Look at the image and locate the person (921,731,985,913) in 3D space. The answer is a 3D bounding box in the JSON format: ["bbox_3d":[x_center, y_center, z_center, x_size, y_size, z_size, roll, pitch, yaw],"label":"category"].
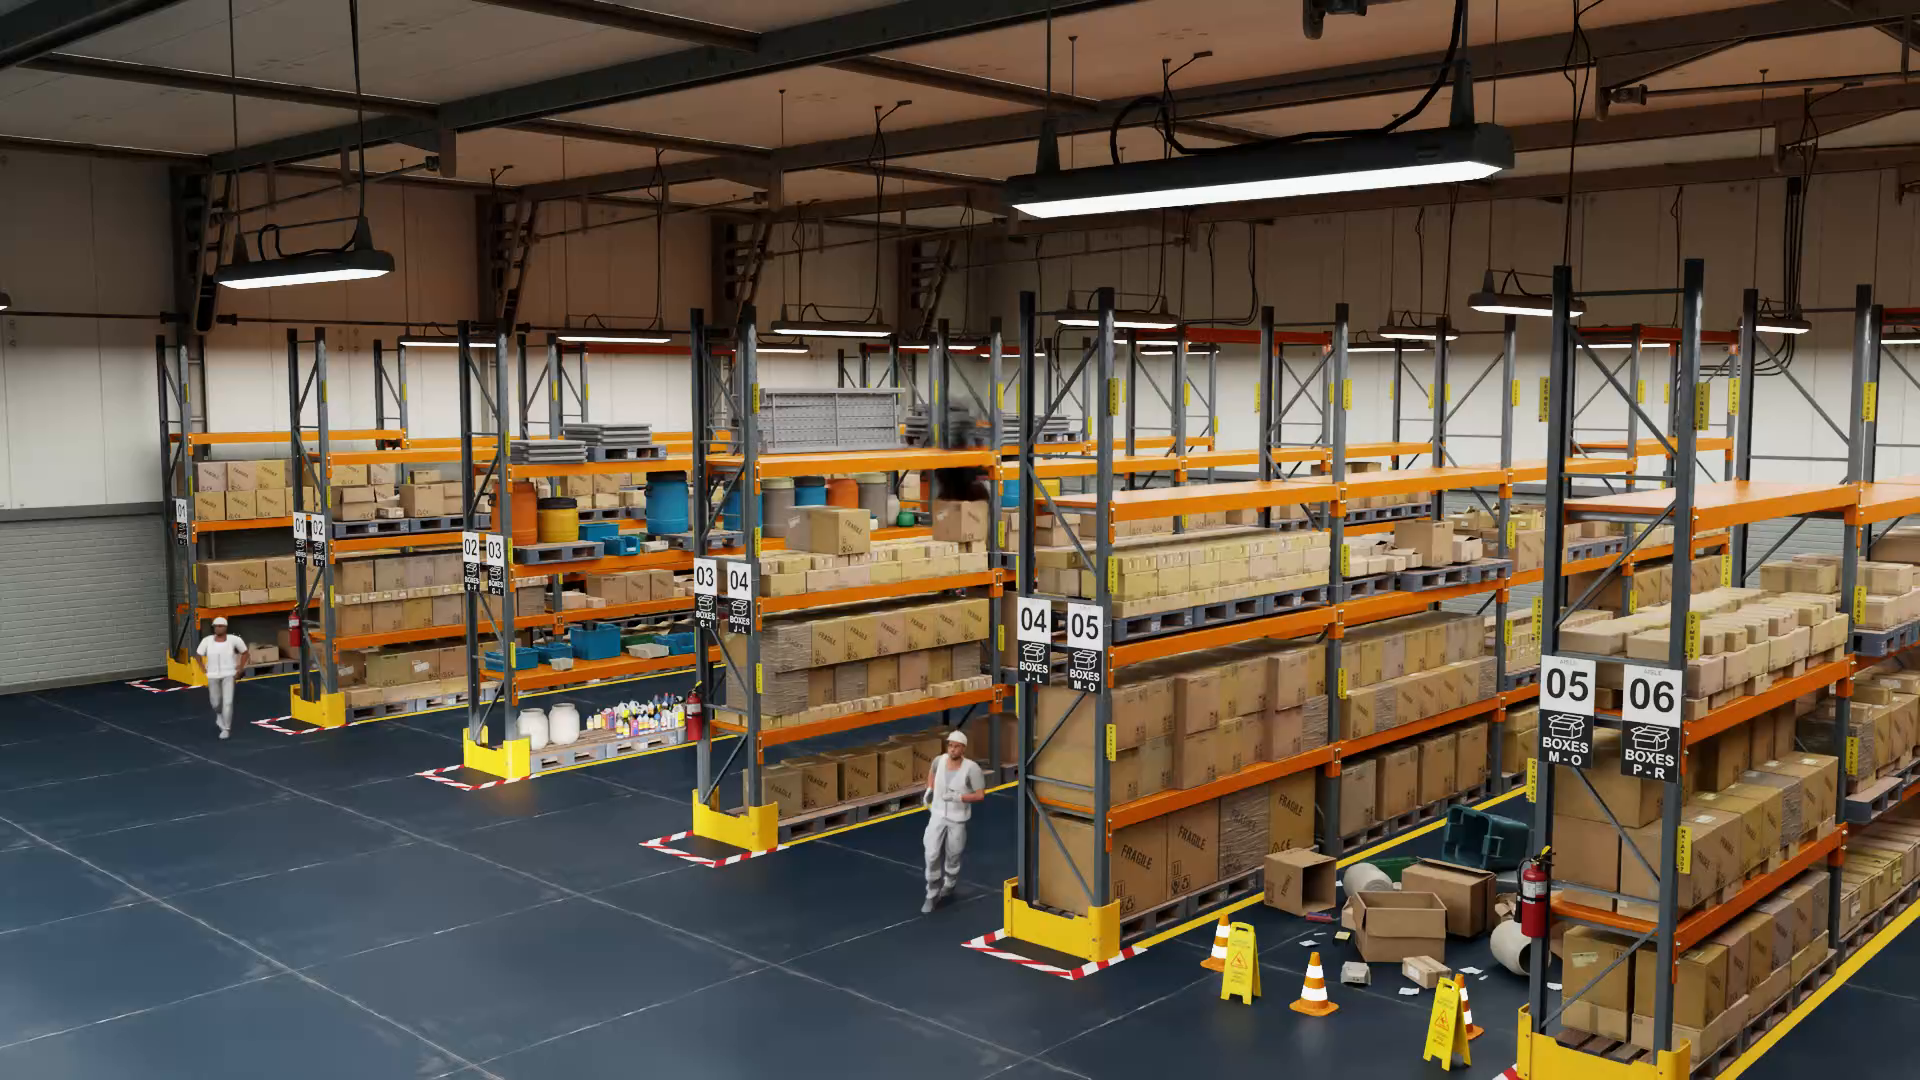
[{"bbox_3d":[-0.040,2.678,16.371,0.652,1.668,0.708,2,6,16],"label":"person"}]

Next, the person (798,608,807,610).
[{"bbox_3d":[-2.875,1.599,28.652,0.721,1.750,0.958,4,7,38],"label":"person"}]

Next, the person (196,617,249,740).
[{"bbox_3d":[-10.845,2.002,24.473,0.722,1.767,0.794,-2,6,-22],"label":"person"}]
